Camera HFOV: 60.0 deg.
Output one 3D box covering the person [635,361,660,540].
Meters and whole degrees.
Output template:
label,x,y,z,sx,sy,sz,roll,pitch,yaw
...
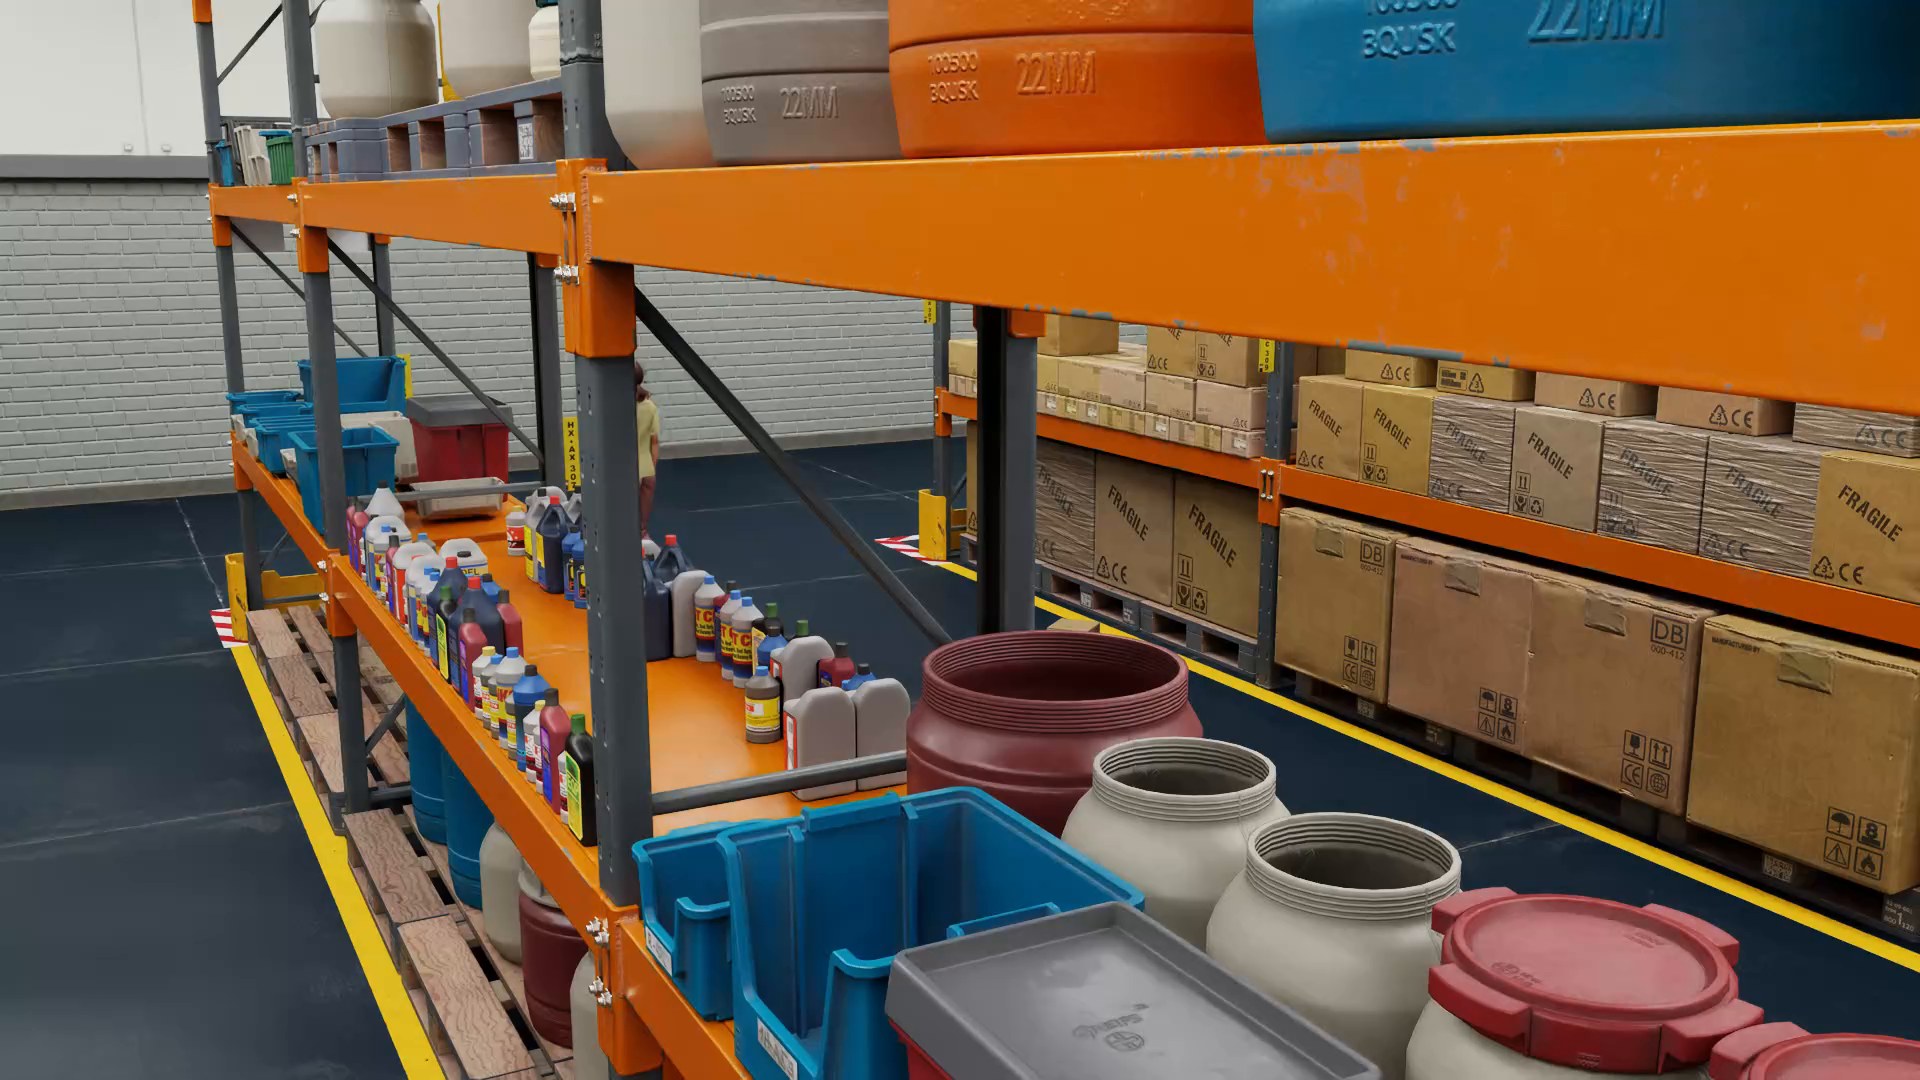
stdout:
label,x,y,z,sx,sy,sz,roll,pitch,yaw
person,-2.229,-0.390,11.194,0.476,1.662,0.479,9,15,37
